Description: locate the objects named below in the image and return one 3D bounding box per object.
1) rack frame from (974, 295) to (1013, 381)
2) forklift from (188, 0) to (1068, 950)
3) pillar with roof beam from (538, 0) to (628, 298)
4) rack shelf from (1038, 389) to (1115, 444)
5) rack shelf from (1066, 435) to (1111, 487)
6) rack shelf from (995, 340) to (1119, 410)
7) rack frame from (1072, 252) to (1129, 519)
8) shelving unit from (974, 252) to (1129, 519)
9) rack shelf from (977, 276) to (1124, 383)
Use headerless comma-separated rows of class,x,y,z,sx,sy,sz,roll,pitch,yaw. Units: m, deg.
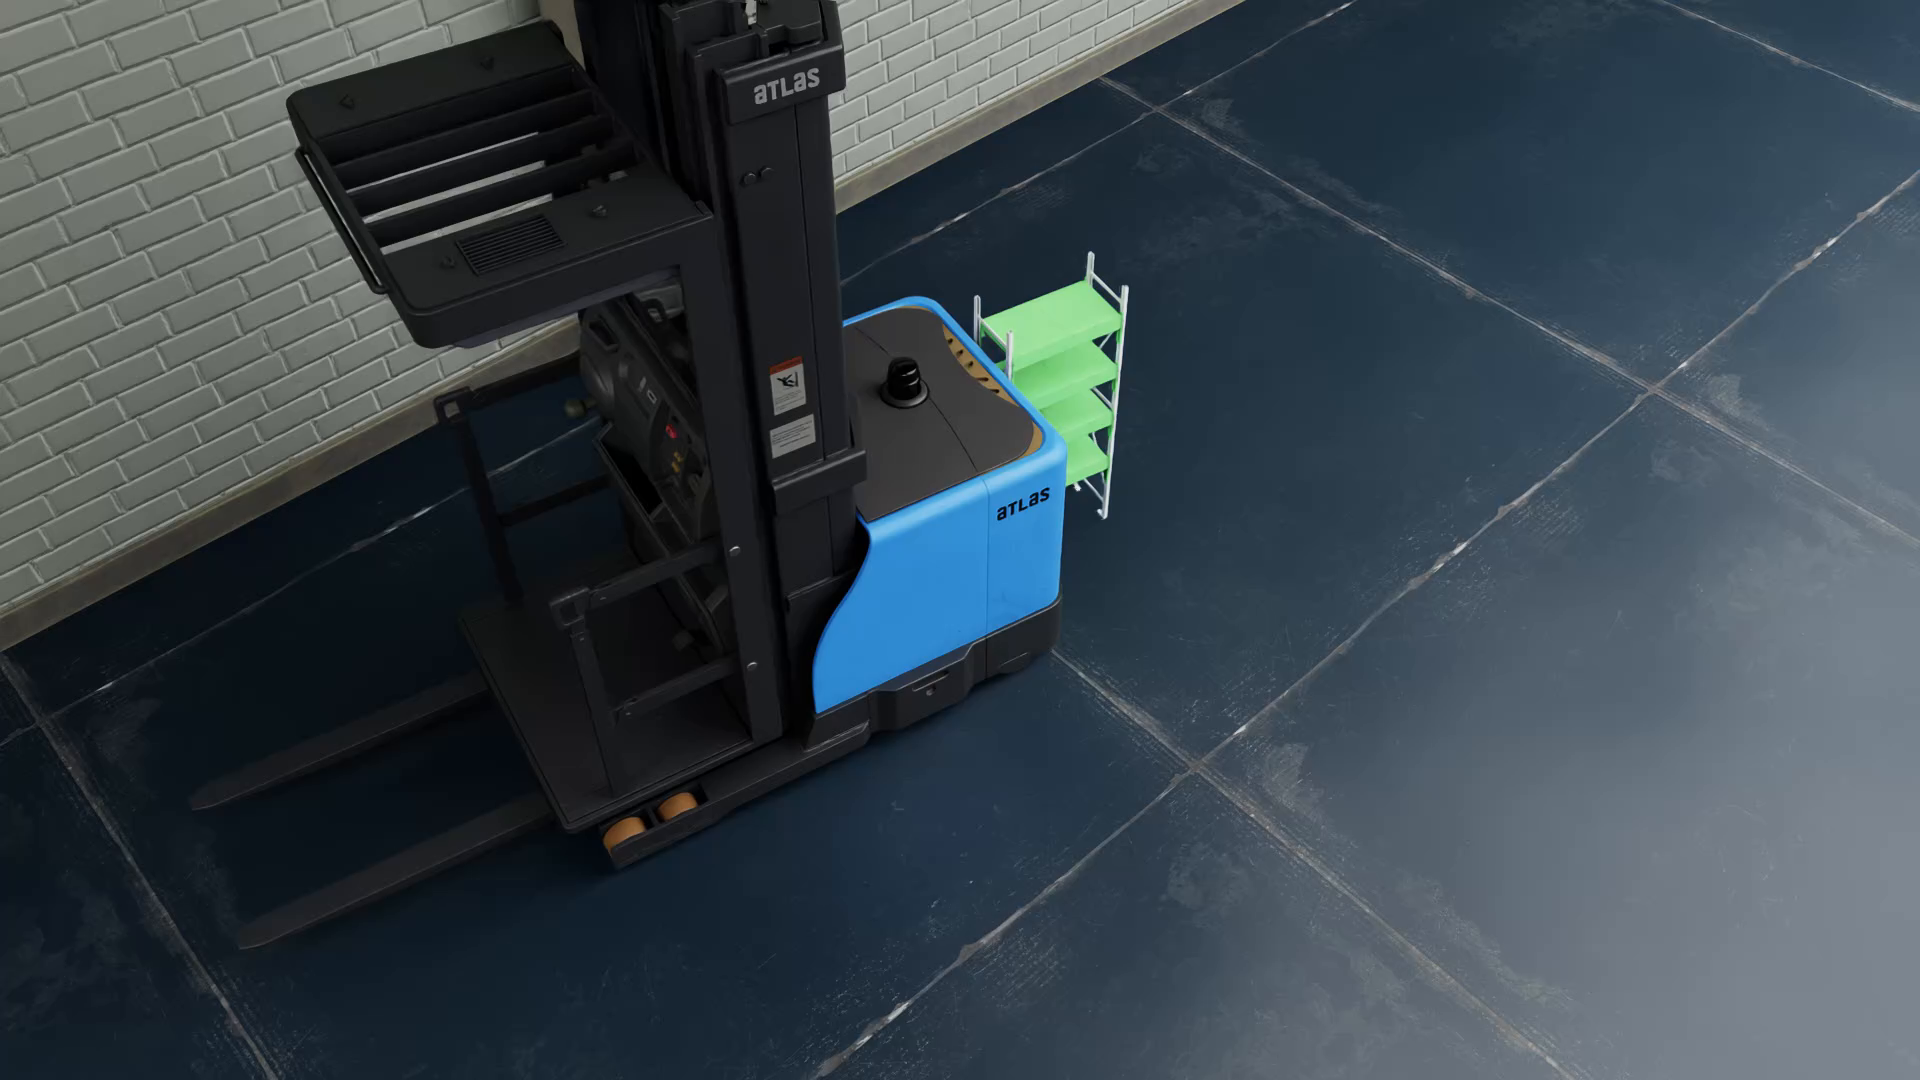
rack frame,0.117,-0.386,6.290,0.015,1.200,0.240,-24,52,-20
forklift,-1.149,-0.330,5.060,3.031,2.935,1.130,-24,52,-20
pillar with roof beam,1.512,-1.691,2.188,0.400,9.000,9.100,-34,56,-27
rack shelf,0.326,-0.435,6.422,0.480,0.148,0.258,-24,52,-20
rack shelf,0.326,-0.272,6.598,0.480,0.148,0.258,-24,52,-20
rack shelf,0.326,-0.598,6.246,0.480,0.148,0.258,-24,52,-20
rack frame,0.536,-0.571,6.460,0.015,1.200,0.240,-24,52,-20
shelving unit,0.326,-0.478,6.375,0.503,1.200,0.258,-24,52,-20
rack shelf,0.326,-0.761,6.069,0.480,0.148,0.258,-24,52,-20
